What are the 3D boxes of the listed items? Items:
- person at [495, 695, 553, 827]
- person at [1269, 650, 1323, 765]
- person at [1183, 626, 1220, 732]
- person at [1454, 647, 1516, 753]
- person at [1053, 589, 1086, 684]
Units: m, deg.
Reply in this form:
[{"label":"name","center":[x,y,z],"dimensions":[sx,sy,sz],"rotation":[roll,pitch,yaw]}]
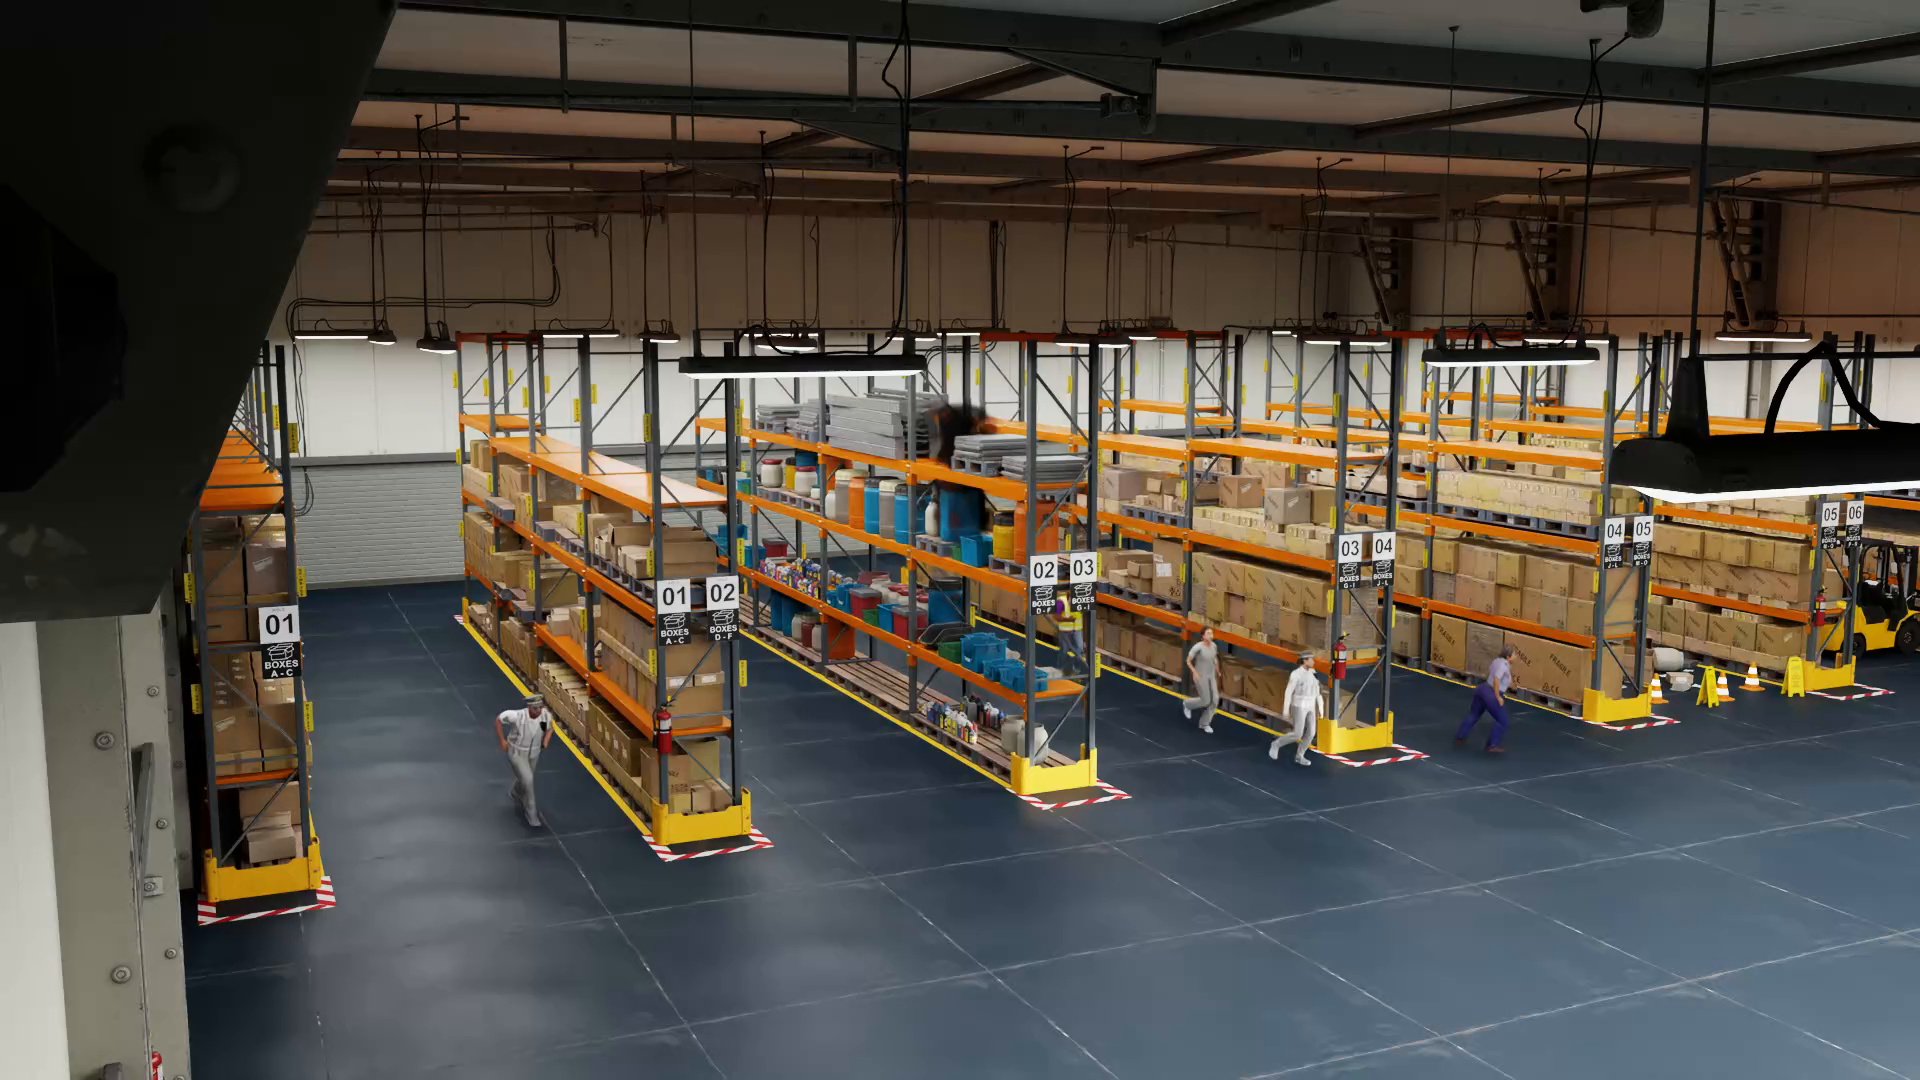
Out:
[{"label":"person","center":[-5.516,2.729,20.957],"dimensions":[0.714,1.729,1.006],"rotation":[-6,10,-36]},{"label":"person","center":[4.744,2.347,23.446],"dimensions":[0.648,1.645,0.567],"rotation":[-6,10,-38]},{"label":"person","center":[3.719,2.111,25.559],"dimensions":[0.574,1.618,0.616],"rotation":[-5,9,-35]},{"label":"person","center":[7.722,2.311,24.270],"dimensions":[0.869,1.571,0.673],"rotation":[-1,8,-9]},{"label":"person","center":[1.919,1.590,28.782],"dimensions":[0.677,1.812,0.826],"rotation":[-3,8,-19]}]
